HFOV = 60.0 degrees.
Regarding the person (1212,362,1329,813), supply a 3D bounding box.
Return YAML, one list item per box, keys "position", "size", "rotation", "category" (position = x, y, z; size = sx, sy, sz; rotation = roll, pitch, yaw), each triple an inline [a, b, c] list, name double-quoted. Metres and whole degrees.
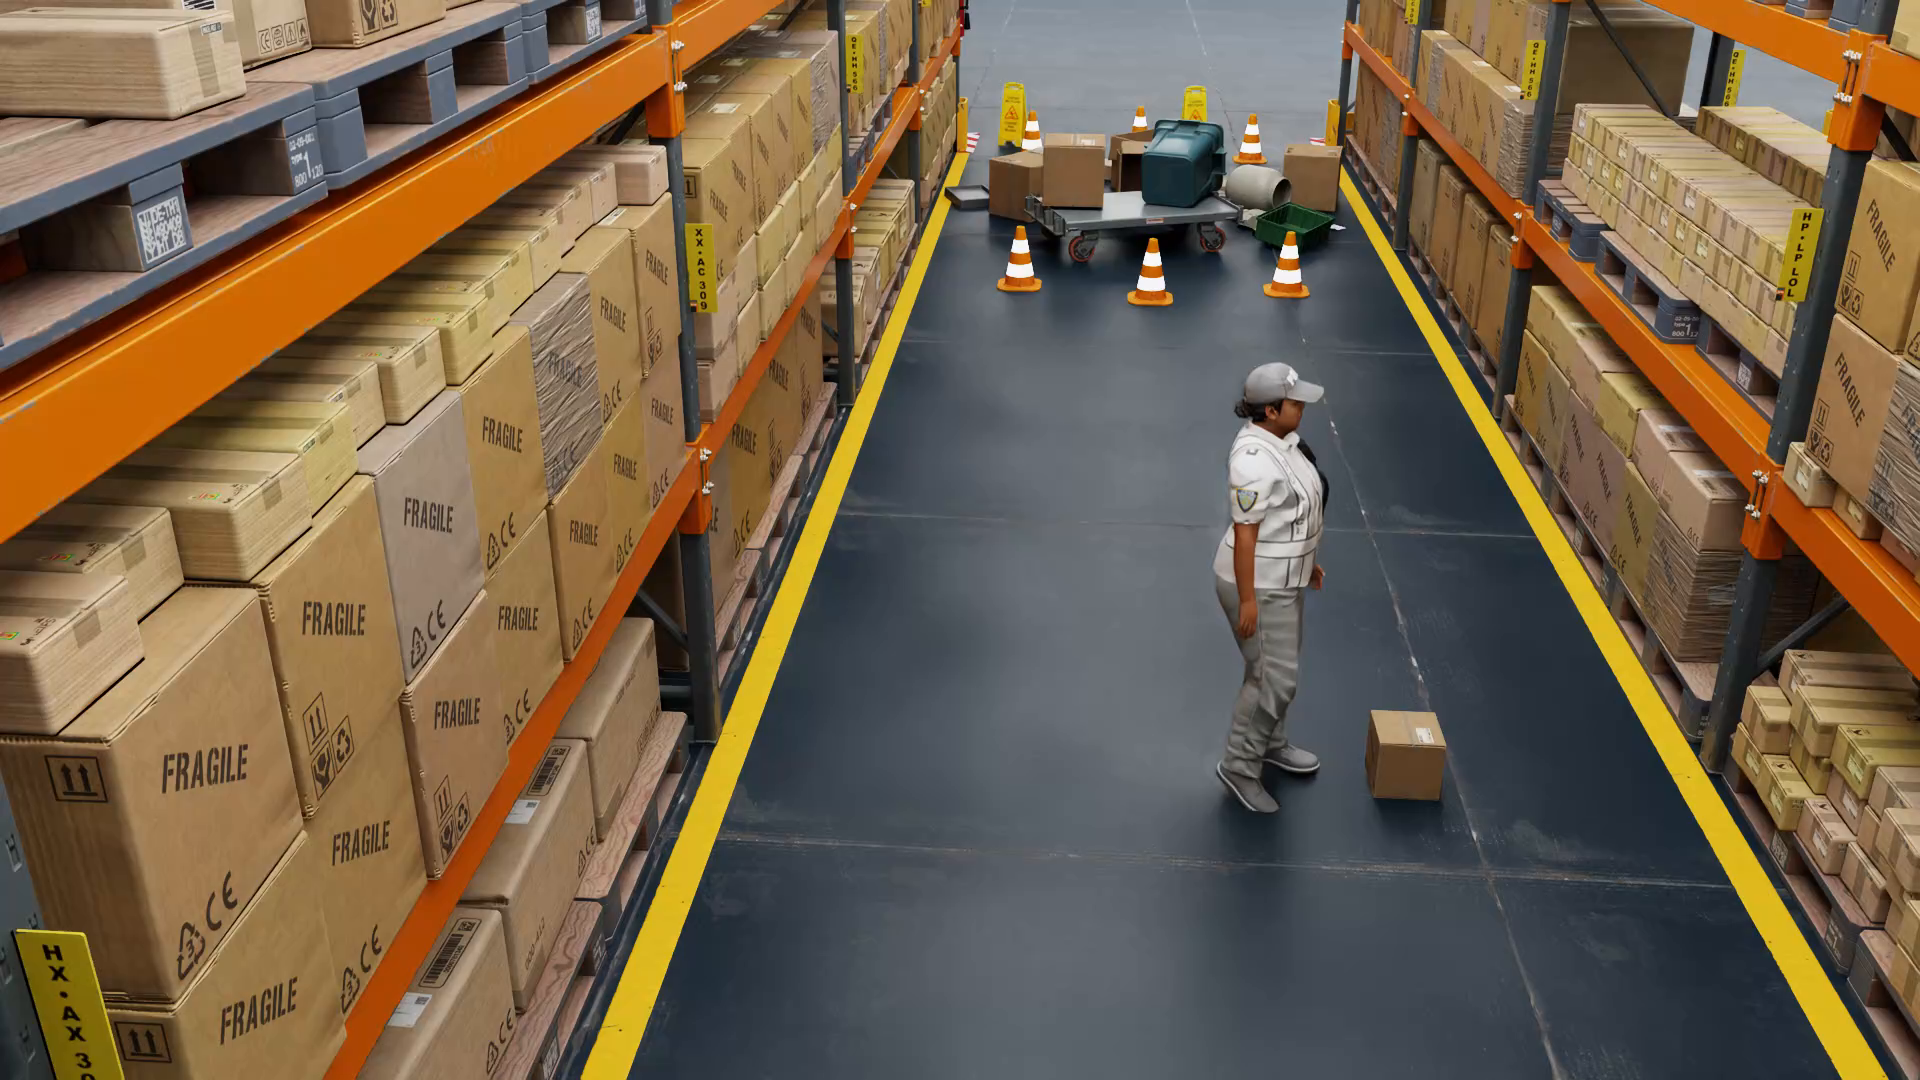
- position: [1.177, 0.179, 6.229]
  size: [0.456, 1.735, 0.528]
  rotation: [9, 26, 18]
  category: "person"
